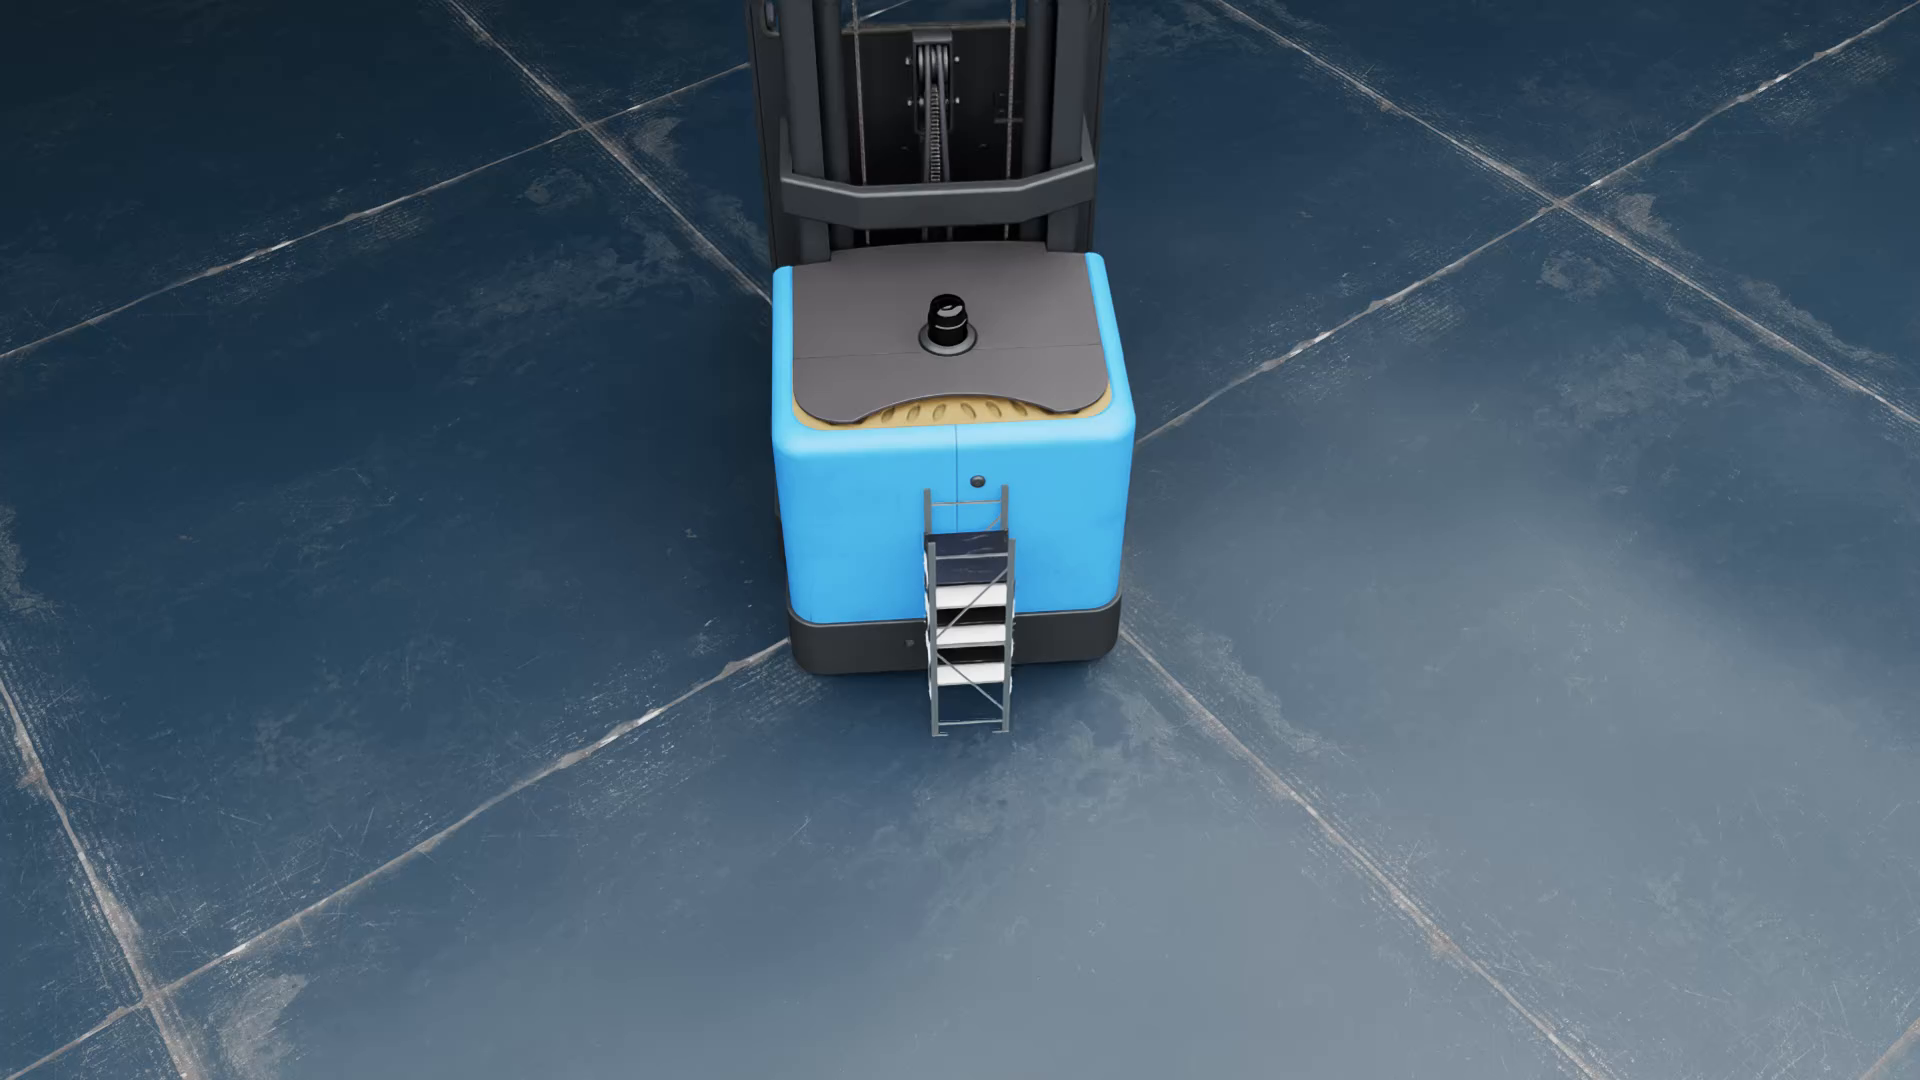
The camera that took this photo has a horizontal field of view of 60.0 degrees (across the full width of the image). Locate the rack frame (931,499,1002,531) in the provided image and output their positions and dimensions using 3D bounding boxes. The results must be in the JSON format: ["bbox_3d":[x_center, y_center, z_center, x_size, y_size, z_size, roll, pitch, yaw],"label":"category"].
[{"bbox_3d":[0.017,0.155,5.002,0.228,0.785,0.003,-3,48,-3],"label":"rack frame"}]

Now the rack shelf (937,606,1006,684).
[{"bbox_3d":[0.025,0.264,4.972,0.221,0.281,0.190,-3,48,-3],"label":"rack shelf"}]

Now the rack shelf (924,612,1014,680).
[{"bbox_3d":[0.025,0.313,5.026,0.258,0.077,0.200,-3,48,-3],"label":"rack shelf"}]

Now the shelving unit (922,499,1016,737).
[{"bbox_3d":[0.026,0.230,4.934,0.258,0.900,0.208,-3,48,-3],"label":"shelving unit"}]

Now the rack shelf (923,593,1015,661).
[{"bbox_3d":[0.025,0.252,4.959,0.258,0.077,0.200,-3,48,-3],"label":"rack shelf"}]

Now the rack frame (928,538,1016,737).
[{"bbox_3d":[0.033,0.305,4.866,0.240,0.900,0.006,-3,48,-3],"label":"rack frame"}]

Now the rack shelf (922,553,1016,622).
[{"bbox_3d":[0.025,0.131,4.826,0.258,0.077,0.200,-3,48,-3],"label":"rack shelf"}]
